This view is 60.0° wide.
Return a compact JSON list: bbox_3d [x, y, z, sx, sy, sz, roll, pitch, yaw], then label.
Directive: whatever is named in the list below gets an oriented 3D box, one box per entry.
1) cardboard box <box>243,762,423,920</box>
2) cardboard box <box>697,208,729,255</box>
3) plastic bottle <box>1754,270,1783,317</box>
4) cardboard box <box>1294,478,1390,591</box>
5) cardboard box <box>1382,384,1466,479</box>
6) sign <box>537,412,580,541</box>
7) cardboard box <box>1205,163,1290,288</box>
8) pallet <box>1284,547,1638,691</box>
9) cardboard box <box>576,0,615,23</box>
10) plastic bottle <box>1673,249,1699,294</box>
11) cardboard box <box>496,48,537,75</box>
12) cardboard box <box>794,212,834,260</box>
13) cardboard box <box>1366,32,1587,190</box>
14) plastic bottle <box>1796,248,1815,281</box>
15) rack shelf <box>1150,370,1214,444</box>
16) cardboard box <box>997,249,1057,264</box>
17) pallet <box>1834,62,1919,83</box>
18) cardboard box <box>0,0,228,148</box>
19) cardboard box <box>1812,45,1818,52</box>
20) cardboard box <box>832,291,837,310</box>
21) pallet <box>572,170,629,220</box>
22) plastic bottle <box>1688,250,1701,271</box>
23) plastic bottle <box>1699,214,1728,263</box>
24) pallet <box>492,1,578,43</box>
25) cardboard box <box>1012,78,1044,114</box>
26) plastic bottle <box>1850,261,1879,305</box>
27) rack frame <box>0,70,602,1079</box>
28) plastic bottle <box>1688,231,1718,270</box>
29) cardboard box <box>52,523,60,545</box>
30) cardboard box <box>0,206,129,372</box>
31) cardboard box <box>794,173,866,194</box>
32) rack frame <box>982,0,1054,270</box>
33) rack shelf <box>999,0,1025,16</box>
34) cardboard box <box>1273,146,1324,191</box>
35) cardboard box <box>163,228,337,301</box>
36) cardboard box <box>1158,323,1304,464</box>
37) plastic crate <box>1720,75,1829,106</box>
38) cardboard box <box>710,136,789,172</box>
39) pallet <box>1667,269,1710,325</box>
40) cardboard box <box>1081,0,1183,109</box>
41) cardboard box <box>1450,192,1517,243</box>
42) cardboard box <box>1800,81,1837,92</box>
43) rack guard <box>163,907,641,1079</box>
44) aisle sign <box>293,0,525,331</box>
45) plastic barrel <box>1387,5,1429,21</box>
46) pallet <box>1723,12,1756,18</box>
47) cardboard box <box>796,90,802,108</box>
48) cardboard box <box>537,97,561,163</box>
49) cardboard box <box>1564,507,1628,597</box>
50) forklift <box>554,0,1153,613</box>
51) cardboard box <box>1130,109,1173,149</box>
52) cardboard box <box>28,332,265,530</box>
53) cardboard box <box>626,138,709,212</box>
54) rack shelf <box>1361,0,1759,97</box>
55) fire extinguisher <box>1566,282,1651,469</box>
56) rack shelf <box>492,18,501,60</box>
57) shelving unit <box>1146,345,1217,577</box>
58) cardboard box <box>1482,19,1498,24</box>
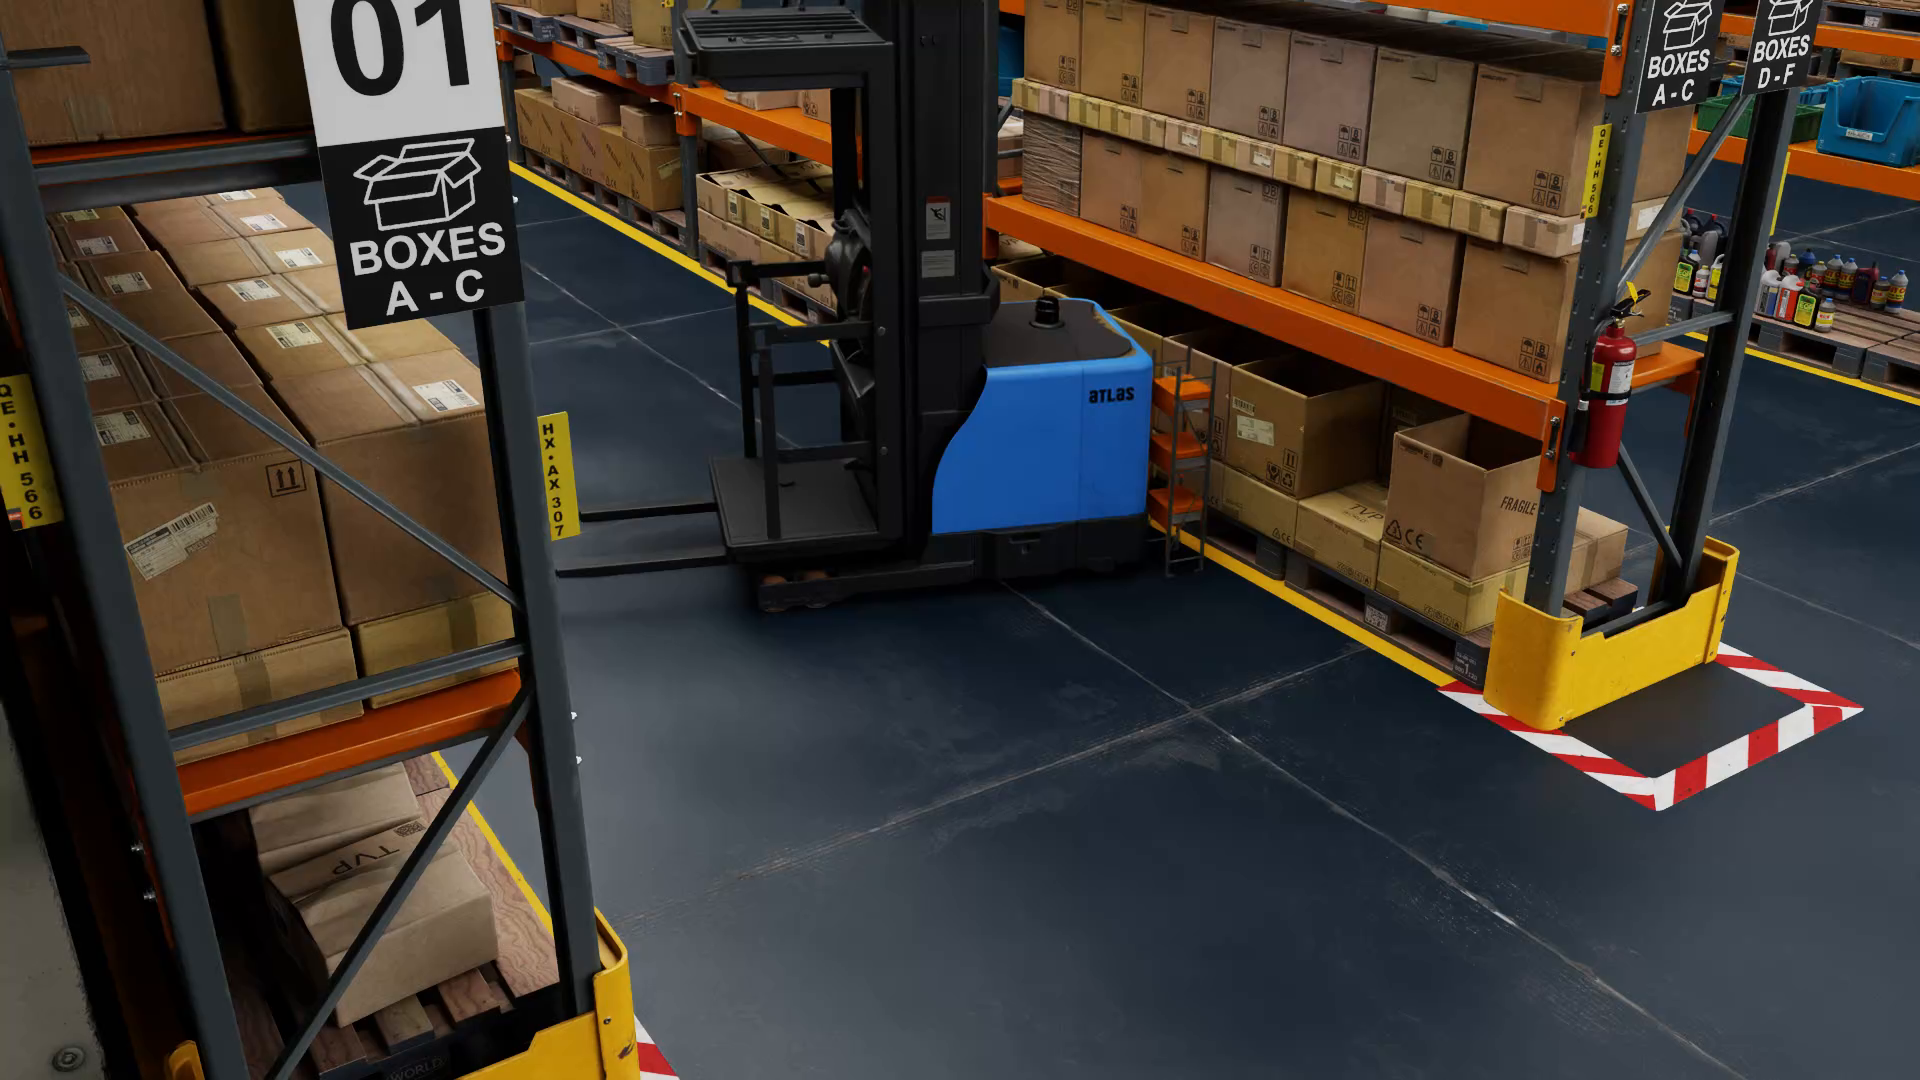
[{"bbox_3d":[-2.057,0.912,5.450,0.500,0.311,0.500,-13,28,-25],"label":"cardboard box"},{"bbox_3d":[-1.622,-2.341,12.434,0.500,0.250,0.500,-16,29,-30],"label":"cardboard box"},{"bbox_3d":[5.297,-1.610,10.832,0.152,0.276,0.135,-16,30,-31],"label":"plastic bottle"},{"bbox_3d":[1.882,-0.034,7.548,0.500,0.250,0.500,-16,29,-30],"label":"cardboard box"},{"bbox_3d":[2.324,-0.496,7.649,0.500,0.500,0.500,-16,29,-30],"label":"cardboard box"},{"bbox_3d":[-0.989,-0.151,4.052,0.100,0.325,0.005,-16,29,-30],"label":"sign"},{"bbox_3d":[1.613,-1.557,7.928,0.700,0.500,0.500,-15,29,-28],"label":"cardboard box"},{"bbox_3d":[2.252,0.208,7.571,1.003,0.211,1.213,-16,29,-30],"label":"pallet"},{"bbox_3d":[-2.830,-4.698,14.090,0.500,0.500,0.700,21,33,37],"label":"cardboard box"},{"bbox_3d":[4.925,-1.821,11.271,0.061,0.283,0.133,-14,29,-27],"label":"plastic bottle"},{"bbox_3d":[-4.876,-4.822,17.369,0.797,0.503,0.637,-16,29,-30],"label":"cardboard box"},{"bbox_3d":[-0.771,-2.042,11.144,0.500,0.311,0.500,-16,30,-30],"label":"cardboard box"},{"bbox_3d":[2.140,-1.796,6.915,0.700,0.500,0.500,-16,30,-31],"label":"cardboard box"},{"bbox_3d":[5.776,-1.859,11.365,0.097,0.271,0.097,0,25,0],"label":"plastic bottle"},{"bbox_3d":[1.023,-0.613,7.690,0.215,0.259,0.240,-9,27,-19],"label":"rack shelf"},{"bbox_3d":[0.504,-1.625,10.262,0.500,0.311,0.500,-15,29,-29],"label":"cardboard box"},{"bbox_3d":[11.218,-5.517,19.699,1.003,0.211,1.213,-16,29,-30],"label":"pallet"},{"bbox_3d":[-1.883,-1.134,3.494,0.500,0.500,0.500,-13,28,-26],"label":"cardboard box"},{"bbox_3d":[10.272,-6.311,20.552,0.500,0.500,0.500,-16,29,-30],"label":"cardboard box"},{"bbox_3d":[-0.502,-1.611,10.888,0.500,0.250,0.500,-15,29,-28],"label":"cardboard box"},{"bbox_3d":[-2.700,-3.101,14.582,1.003,0.211,1.213,-16,29,-30],"label":"pallet"},{"bbox_3d":[4.981,-1.841,11.327,0.097,0.271,0.097,0,25,0],"label":"plastic bottle"},{"bbox_3d":[5.371,-2.142,11.871,0.144,0.351,0.185,-17,30,-32],"label":"plastic bottle"},{"bbox_3d":[-3.501,-4.683,14.891,1.003,0.211,1.213,-16,29,-30],"label":"pallet"},{"bbox_3d":[0.506,-2.417,8.989,0.380,0.149,0.250,-16,29,-30],"label":"cardboard box"},{"bbox_3d":[6.020,-1.719,11.054,0.061,0.283,0.133,-15,29,-29],"label":"plastic bottle"},{"bbox_3d":[-1.443,0.367,3.969,1.000,3.000,0.127,-16,29,-30],"label":"rack frame"},{"bbox_3d":[5.261,-2.064,11.795,0.152,0.276,0.135,-16,29,-30],"label":"plastic bottle"},{"bbox_3d":[-2.710,-0.238,5.404,0.500,0.250,0.500,-15,29,-29],"label":"cardboard box"},{"bbox_3d":[-3.266,-0.941,6.014,0.500,0.500,0.500,-16,29,-30],"label":"cardboard box"},{"bbox_3d":[-0.881,-2.536,12.190,0.500,0.311,0.500,-16,30,-30],"label":"cardboard box"},{"bbox_3d":[0.521,-2.220,9.448,1.000,3.000,0.127,-16,29,-30],"label":"rack frame"},{"bbox_3d":[1.398,-5.193,16.590,1.077,0.370,4.000,-16,29,-30],"label":"rack shelf"},{"bbox_3d":[1.629,-1.682,7.433,0.380,0.149,0.250,-15,29,-28],"label":"cardboard box"},{"bbox_3d":[-2.282,-0.701,5.506,0.500,0.500,0.500,-15,29,-28],"label":"cardboard box"},{"bbox_3d":[1.333,-0.730,8.144,0.500,0.500,0.500,-16,29,-30],"label":"cardboard box"},{"bbox_3d":[5.505,-2.973,11.218,0.499,0.251,0.616,-16,29,-30],"label":"plastic crate"},{"bbox_3d":[-1.671,-2.948,13.404,0.500,0.500,0.500,-14,29,-27],"label":"cardboard box"},{"bbox_3d":[5.005,-1.862,11.956,1.003,0.211,1.213,-16,29,-30],"label":"pallet"},{"bbox_3d":[1.046,-2.514,8.434,0.700,0.500,0.500,-16,29,-30],"label":"cardboard box"},{"bbox_3d":[2.193,-1.313,6.651,0.380,0.149,0.250,-15,29,-28],"label":"cardboard box"},{"bbox_3d":[8.262,-3.995,15.622,0.700,0.500,0.500,-16,29,-30],"label":"cardboard box"},{"bbox_3d":[-1.485,1.470,4.560,1.175,0.500,0.348,-16,29,-30],"label":"rack guard"},{"bbox_3d":[-1.153,-0.853,3.508,0.394,0.787,0.004,-16,29,-30],"label":"aisle sign"},{"bbox_3d":[3.698,-4.244,13.578,0.433,0.535,0.433,0,25,0],"label":"plastic barrel"},{"bbox_3d":[7.755,-5.172,15.928,1.003,0.211,1.213,-16,29,-30],"label":"pallet"},{"bbox_3d":[-0.919,-3.094,11.594,0.380,0.149,0.250,-13,28,-26],"label":"cardboard box"},{"bbox_3d":[-3.485,-3.731,15.064,0.500,0.500,0.500,-15,29,-29],"label":"cardboard box"},{"bbox_3d":[2.599,0.021,7.431,0.500,0.250,0.500,-16,29,-30],"label":"cardboard box"},{"bbox_3d":[-0.680,-1.241,7.456,3.031,2.935,1.130,-5,26,-11],"label":"forklift"},{"bbox_3d":[1.064,-2.052,8.216,0.380,0.149,0.250,-17,30,-31],"label":"cardboard box"},{"bbox_3d":[-2.145,-0.215,4.475,0.500,0.500,0.500,-15,29,-29],"label":"cardboard box"},{"bbox_3d":[-2.370,-2.999,13.511,0.500,0.500,0.500,-14,29,-28],"label":"cardboard box"},{"bbox_3d":[1.613,-2.535,7.446,1.077,0.370,4.000,-16,29,-30],"label":"rack shelf"},{"bbox_3d":[2.380,-0.603,6.115,0.296,0.674,0.183,-16,29,-30],"label":"fire extinguisher"},{"bbox_3d":[-4.938,-5.471,17.178,1.077,0.370,4.000,-16,29,-30],"label":"rack shelf"},{"bbox_3d":[1.023,-0.366,7.806,0.215,1.050,0.252,-9,27,-19],"label":"shelving unit"},{"bbox_3d":[6.281,-5.438,18.263,1.225,0.875,0.875,-17,30,-32],"label":"cardboard box"}]
